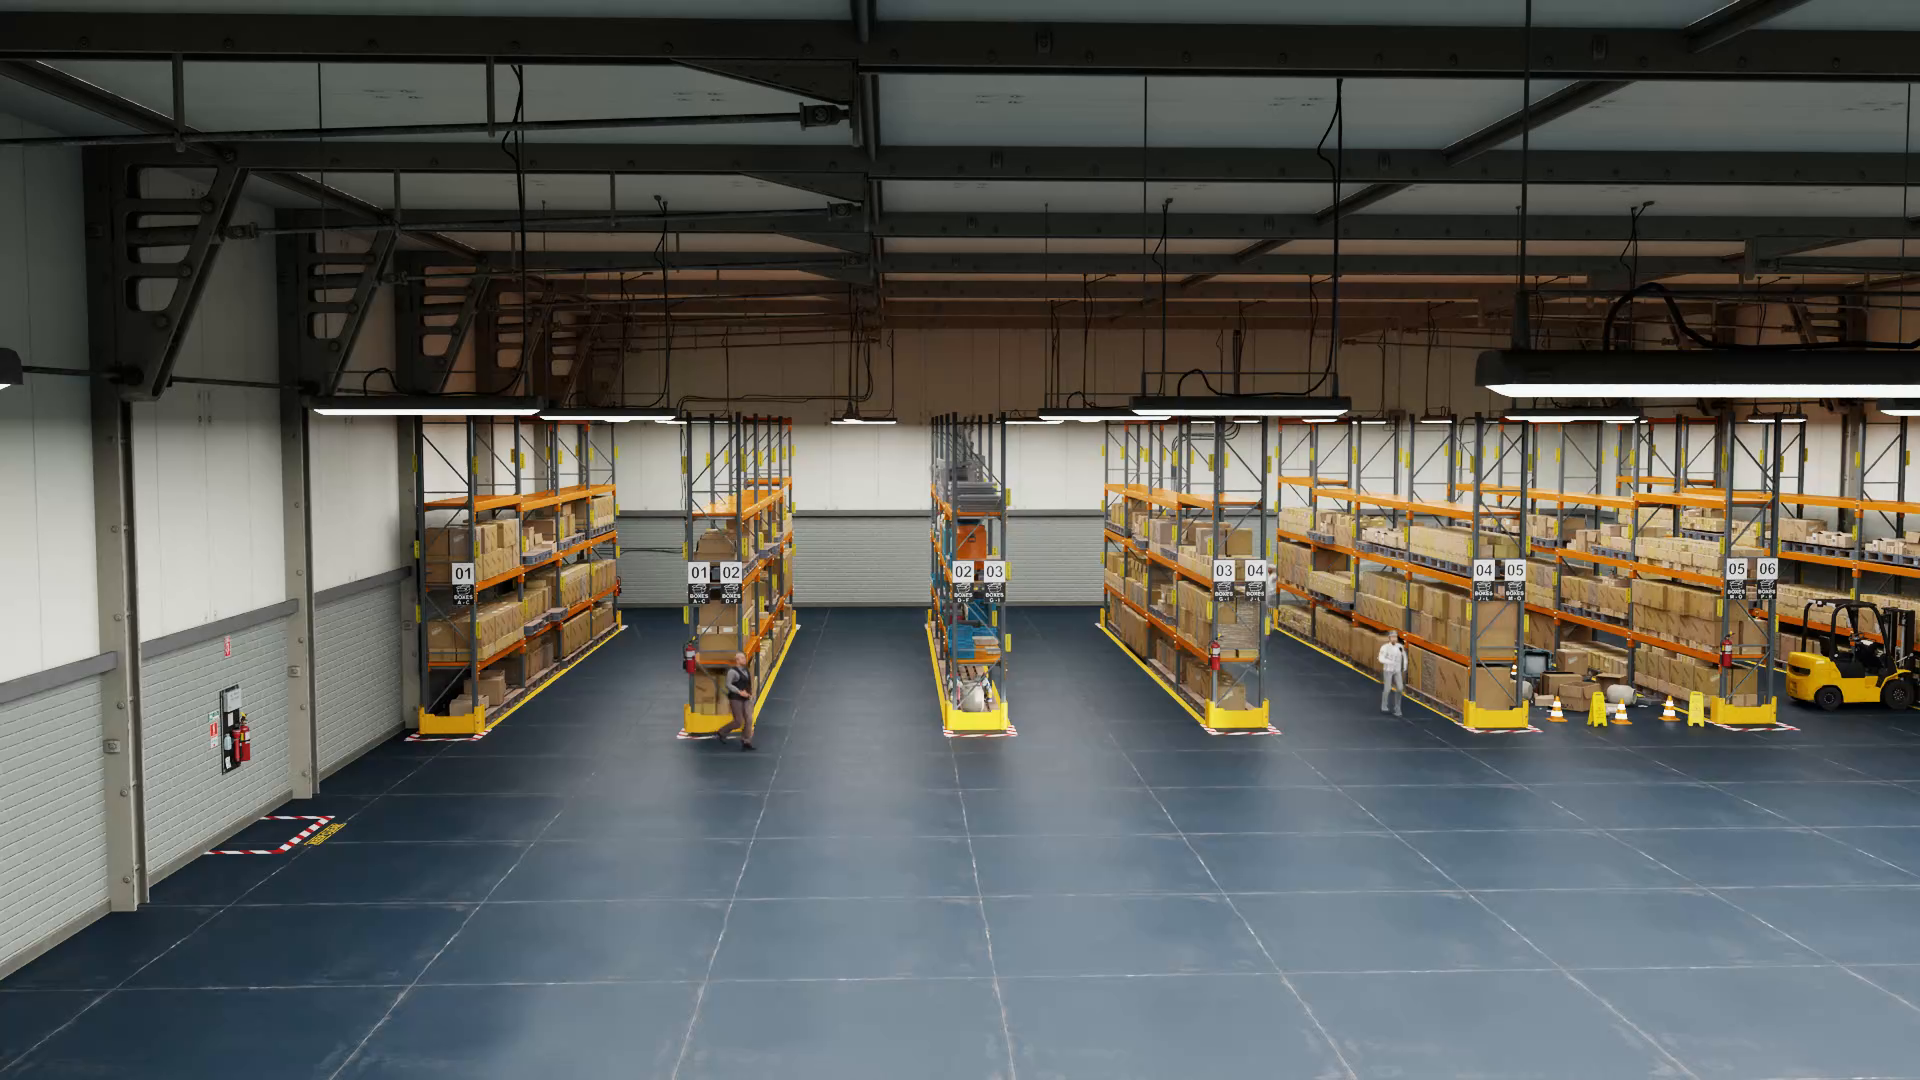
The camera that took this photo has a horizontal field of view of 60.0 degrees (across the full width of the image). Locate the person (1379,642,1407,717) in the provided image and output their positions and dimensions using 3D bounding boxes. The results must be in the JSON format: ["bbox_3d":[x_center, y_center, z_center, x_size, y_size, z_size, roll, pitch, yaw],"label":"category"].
[{"bbox_3d":[8.597,2.772,33.015,0.632,1.521,0.722,0,4,-5],"label":"person"}]

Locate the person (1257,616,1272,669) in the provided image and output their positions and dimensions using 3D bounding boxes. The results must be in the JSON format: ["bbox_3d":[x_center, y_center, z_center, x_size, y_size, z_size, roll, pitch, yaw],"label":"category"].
[{"bbox_3d":[6.945,2.318,38.389,0.504,1.607,0.752,0,4,-2],"label":"person"}]

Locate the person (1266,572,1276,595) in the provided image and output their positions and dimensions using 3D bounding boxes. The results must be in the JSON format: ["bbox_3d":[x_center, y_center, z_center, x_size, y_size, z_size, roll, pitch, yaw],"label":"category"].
[{"bbox_3d":[9.120,1.266,48.789,0.360,0.656,0.675,-1,4,-17],"label":"person"}]

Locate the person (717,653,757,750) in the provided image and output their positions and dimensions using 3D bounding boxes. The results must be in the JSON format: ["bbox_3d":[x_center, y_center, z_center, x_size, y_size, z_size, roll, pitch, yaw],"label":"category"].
[{"bbox_3d":[-3.945,2.862,29.610,0.772,1.724,0.684,2,4,27],"label":"person"}]
